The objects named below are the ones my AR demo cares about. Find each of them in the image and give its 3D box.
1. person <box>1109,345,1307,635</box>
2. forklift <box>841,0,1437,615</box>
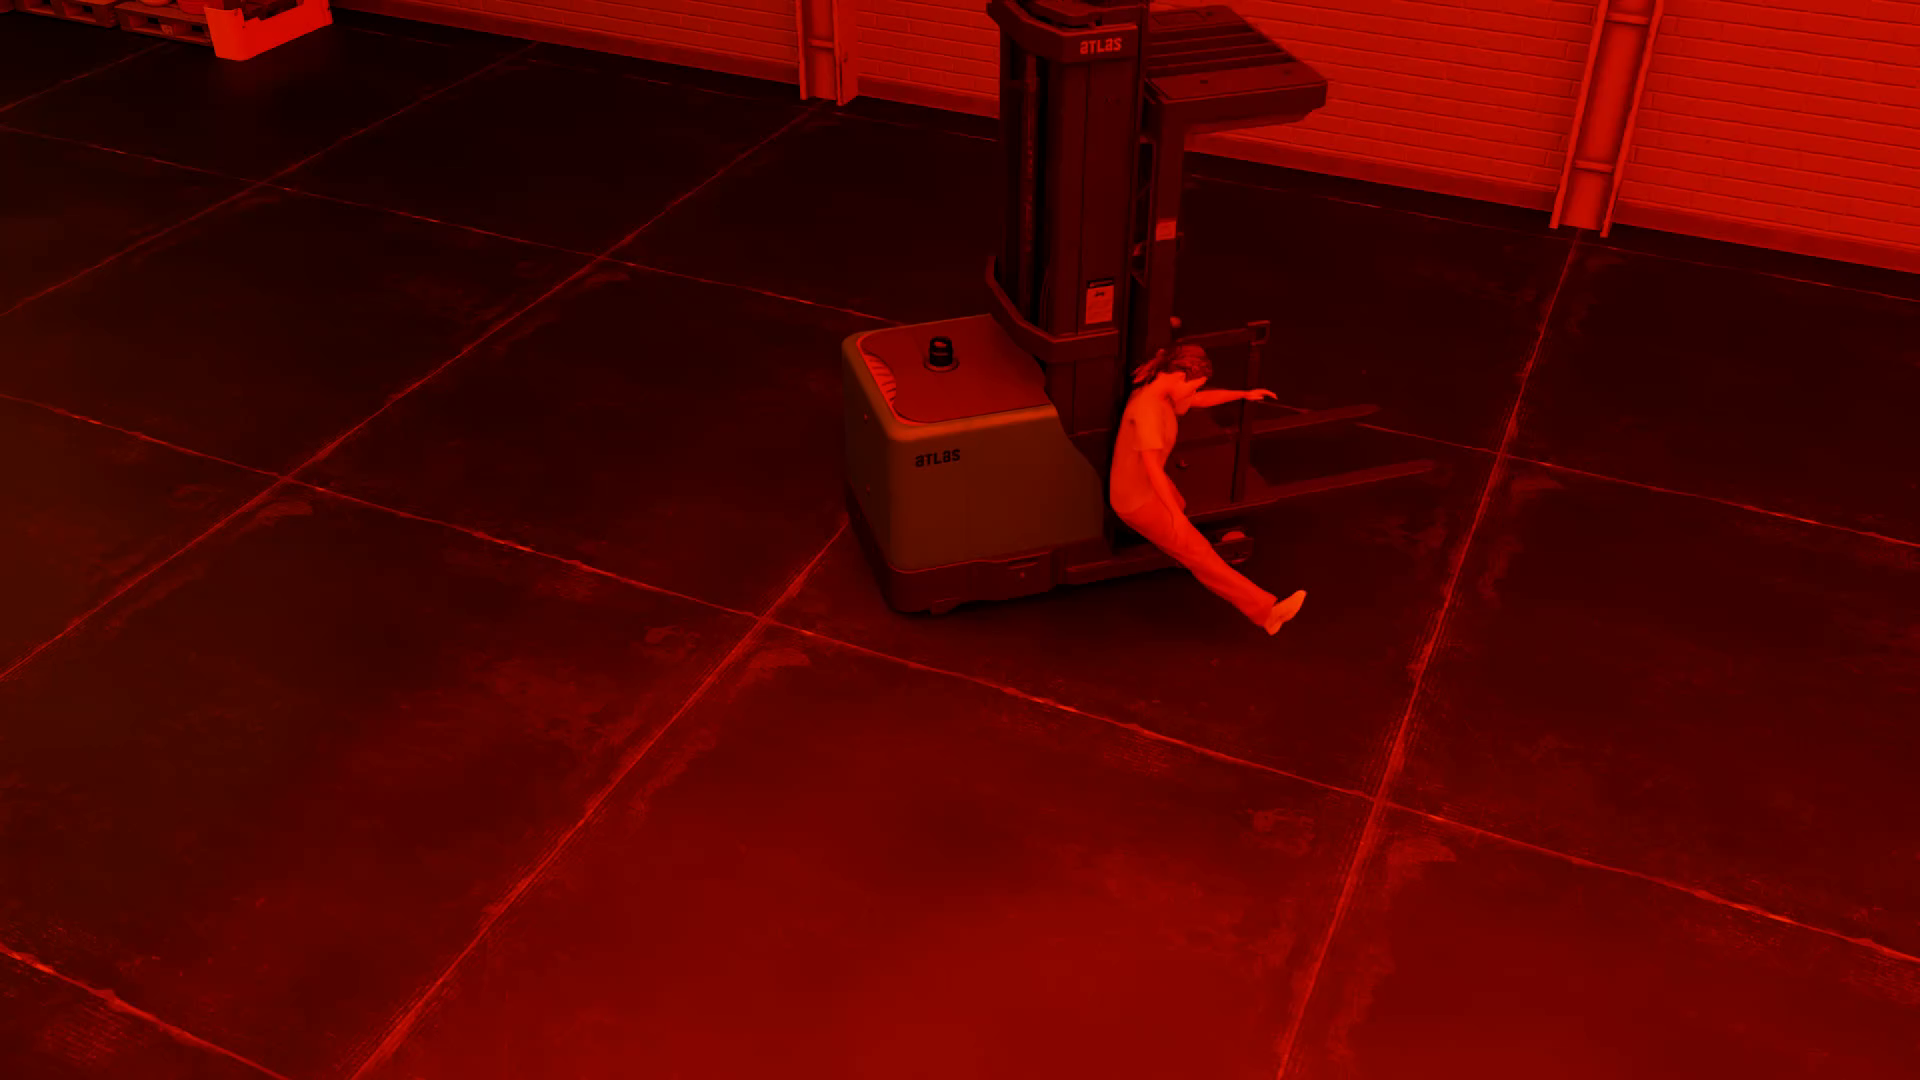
[{"bbox_3d":[1.141,-0.294,7.861,1.158,1.307,0.925,10,37,14],"label":"person"},{"bbox_3d":[0.976,-1.321,7.939,3.031,2.935,1.130,-10,37,-14],"label":"forklift"}]
